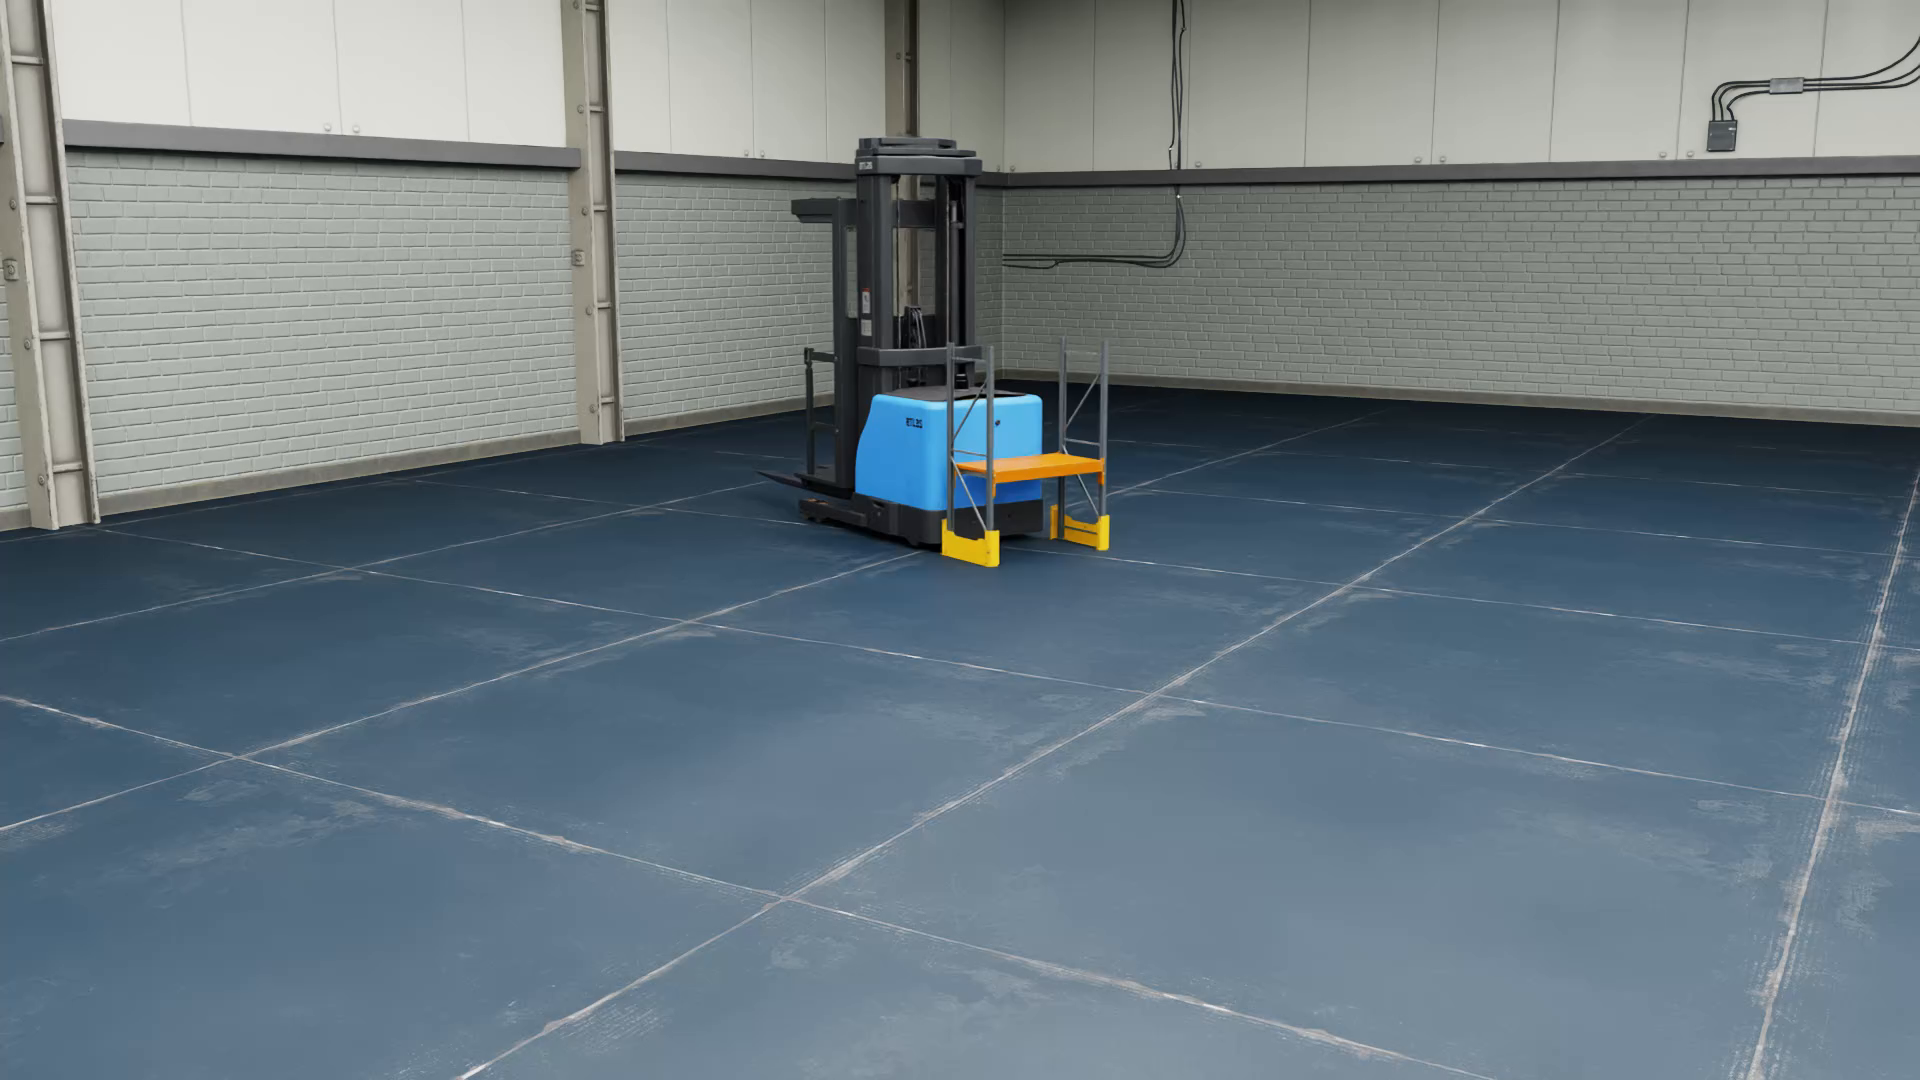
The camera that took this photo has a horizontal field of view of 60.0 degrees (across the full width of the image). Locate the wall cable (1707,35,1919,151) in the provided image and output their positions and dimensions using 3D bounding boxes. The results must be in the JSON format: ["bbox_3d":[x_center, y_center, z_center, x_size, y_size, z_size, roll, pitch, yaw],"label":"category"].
[{"bbox_3d":[9.990,-7.532,18.907,2.305,6.003,0.169,6,12,31],"label":"wall cable"}]

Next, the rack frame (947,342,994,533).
[{"bbox_3d":[0.068,-0.595,11.472,0.032,1.500,0.500,-8,13,-36],"label":"rack frame"}]

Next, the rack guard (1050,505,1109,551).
[{"bbox_3d":[0.871,-0.090,12.169,0.087,0.250,0.587,-8,13,-36],"label":"rack guard"}]

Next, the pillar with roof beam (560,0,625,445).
[{"bbox_3d":[-0.211,-5.078,15.040,9.100,9.000,0.400,6,12,31],"label":"pillar with roof beam"}]

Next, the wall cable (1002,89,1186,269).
[{"bbox_3d":[1.885,-5.244,24.363,3.097,2.526,0.112,6,12,31],"label":"wall cable"}]

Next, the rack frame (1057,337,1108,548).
[{"bbox_3d":[0.887,-0.706,12.065,0.032,1.500,0.500,-8,13,-36],"label":"rack frame"}]

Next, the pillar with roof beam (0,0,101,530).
[{"bbox_3d":[-3.326,-4.135,10.000,9.100,9.000,0.400,6,12,31],"label":"pillar with roof beam"}]

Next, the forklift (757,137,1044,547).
[{"bbox_3d":[-0.624,-1.618,13.045,1.130,2.935,3.031,-7,13,-34],"label":"forklift"}]

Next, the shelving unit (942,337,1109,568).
[{"bbox_3d":[0.470,-0.650,11.763,1.083,1.500,0.587,-8,13,-36],"label":"shelving unit"}]

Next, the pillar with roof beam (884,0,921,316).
[{"bbox_3d":[2.904,-6.022,20.081,9.100,9.000,0.400,6,12,31],"label":"pillar with roof beam"}]

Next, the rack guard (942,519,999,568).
[{"bbox_3d":[0.069,0.019,11.588,0.087,0.250,0.587,-8,13,-36],"label":"rack guard"}]

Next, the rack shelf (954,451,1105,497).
[{"bbox_3d":[0.478,-0.474,11.802,1.000,0.185,0.538,-8,13,-36],"label":"rack shelf"}]

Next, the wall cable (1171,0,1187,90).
[{"bbox_3d":[4.197,-7.468,22.518,3.097,2.526,0.112,6,12,31],"label":"wall cable"}]
